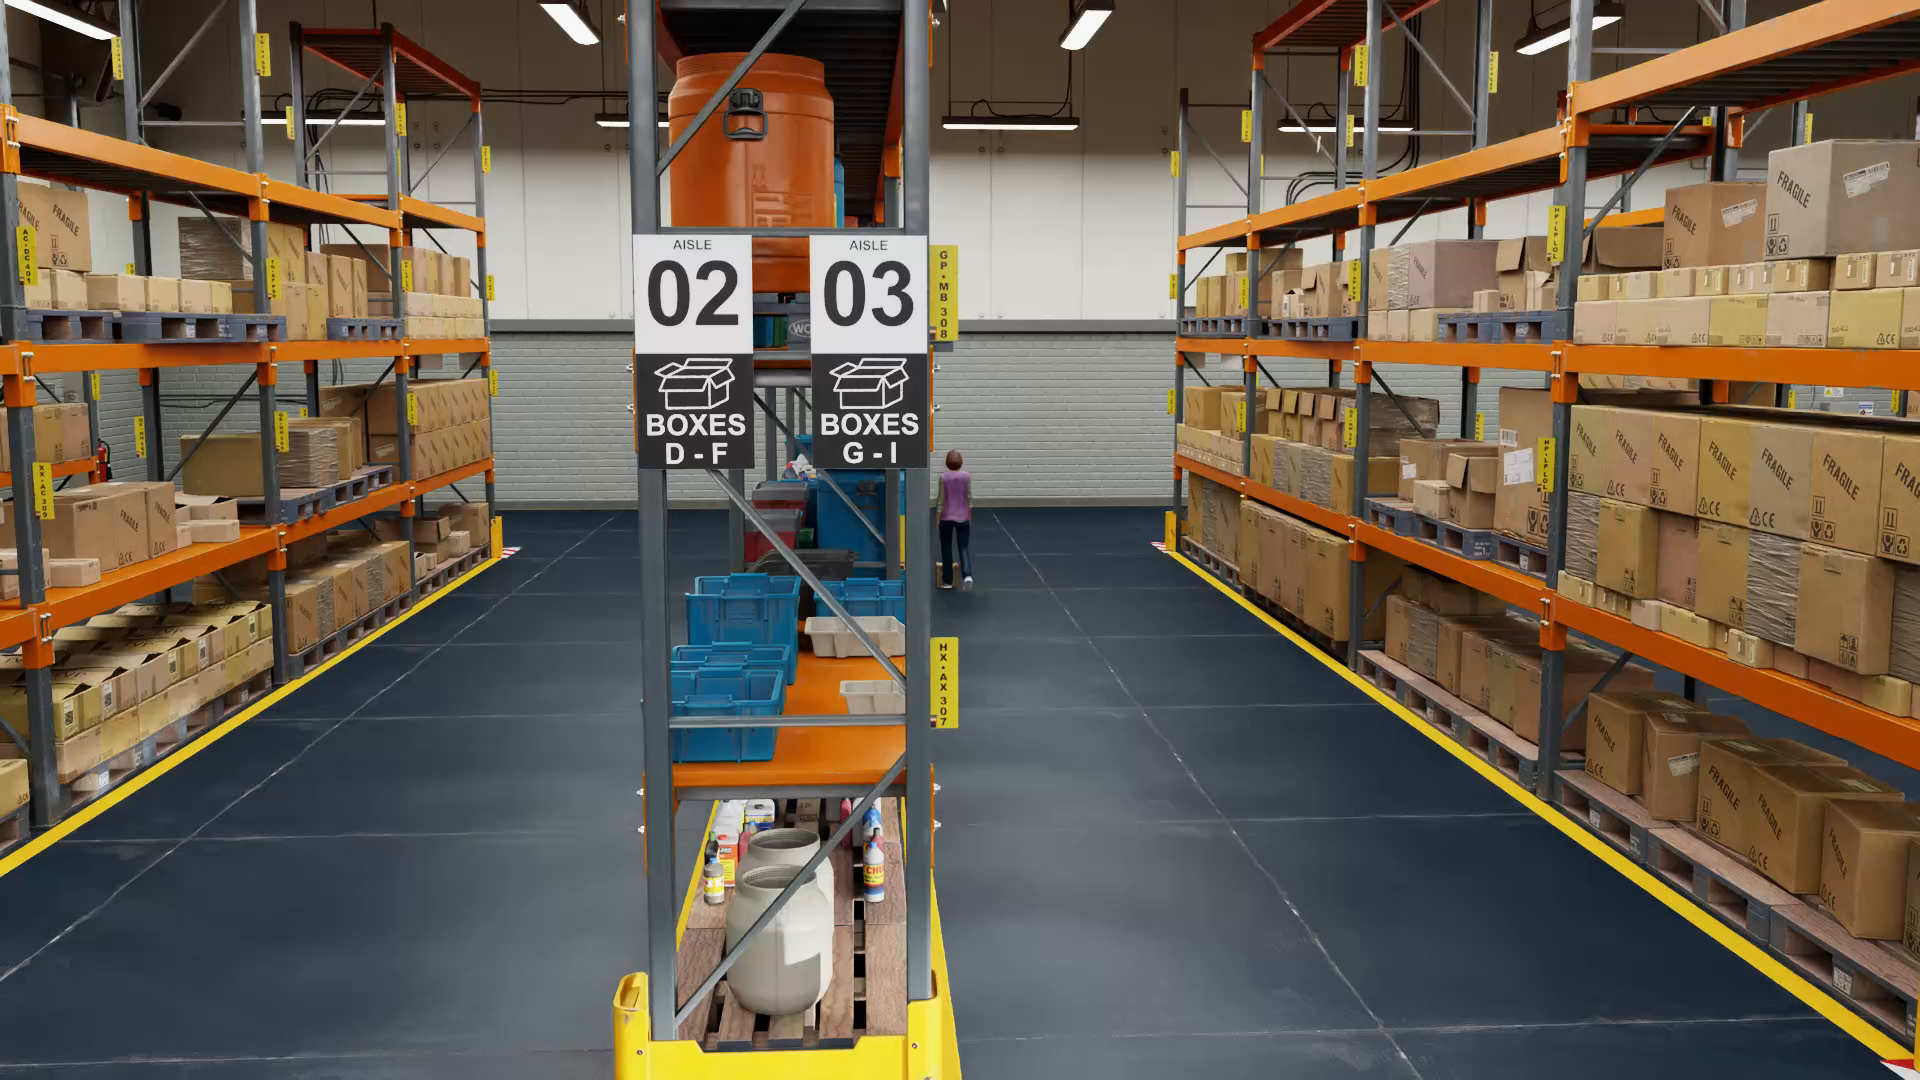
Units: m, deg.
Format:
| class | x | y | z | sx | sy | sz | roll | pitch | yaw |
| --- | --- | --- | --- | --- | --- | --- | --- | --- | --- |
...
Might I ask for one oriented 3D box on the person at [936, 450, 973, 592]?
| class | x | y | z | sx | sy | sz | roll | pitch | yaw |
| --- | --- | --- | --- | --- | --- | --- | --- | --- | --- |
| person | -0.072 | -0.219 | 18.574 | 0.419 | 1.591 | 0.635 | -1 | 7 | -11 |
